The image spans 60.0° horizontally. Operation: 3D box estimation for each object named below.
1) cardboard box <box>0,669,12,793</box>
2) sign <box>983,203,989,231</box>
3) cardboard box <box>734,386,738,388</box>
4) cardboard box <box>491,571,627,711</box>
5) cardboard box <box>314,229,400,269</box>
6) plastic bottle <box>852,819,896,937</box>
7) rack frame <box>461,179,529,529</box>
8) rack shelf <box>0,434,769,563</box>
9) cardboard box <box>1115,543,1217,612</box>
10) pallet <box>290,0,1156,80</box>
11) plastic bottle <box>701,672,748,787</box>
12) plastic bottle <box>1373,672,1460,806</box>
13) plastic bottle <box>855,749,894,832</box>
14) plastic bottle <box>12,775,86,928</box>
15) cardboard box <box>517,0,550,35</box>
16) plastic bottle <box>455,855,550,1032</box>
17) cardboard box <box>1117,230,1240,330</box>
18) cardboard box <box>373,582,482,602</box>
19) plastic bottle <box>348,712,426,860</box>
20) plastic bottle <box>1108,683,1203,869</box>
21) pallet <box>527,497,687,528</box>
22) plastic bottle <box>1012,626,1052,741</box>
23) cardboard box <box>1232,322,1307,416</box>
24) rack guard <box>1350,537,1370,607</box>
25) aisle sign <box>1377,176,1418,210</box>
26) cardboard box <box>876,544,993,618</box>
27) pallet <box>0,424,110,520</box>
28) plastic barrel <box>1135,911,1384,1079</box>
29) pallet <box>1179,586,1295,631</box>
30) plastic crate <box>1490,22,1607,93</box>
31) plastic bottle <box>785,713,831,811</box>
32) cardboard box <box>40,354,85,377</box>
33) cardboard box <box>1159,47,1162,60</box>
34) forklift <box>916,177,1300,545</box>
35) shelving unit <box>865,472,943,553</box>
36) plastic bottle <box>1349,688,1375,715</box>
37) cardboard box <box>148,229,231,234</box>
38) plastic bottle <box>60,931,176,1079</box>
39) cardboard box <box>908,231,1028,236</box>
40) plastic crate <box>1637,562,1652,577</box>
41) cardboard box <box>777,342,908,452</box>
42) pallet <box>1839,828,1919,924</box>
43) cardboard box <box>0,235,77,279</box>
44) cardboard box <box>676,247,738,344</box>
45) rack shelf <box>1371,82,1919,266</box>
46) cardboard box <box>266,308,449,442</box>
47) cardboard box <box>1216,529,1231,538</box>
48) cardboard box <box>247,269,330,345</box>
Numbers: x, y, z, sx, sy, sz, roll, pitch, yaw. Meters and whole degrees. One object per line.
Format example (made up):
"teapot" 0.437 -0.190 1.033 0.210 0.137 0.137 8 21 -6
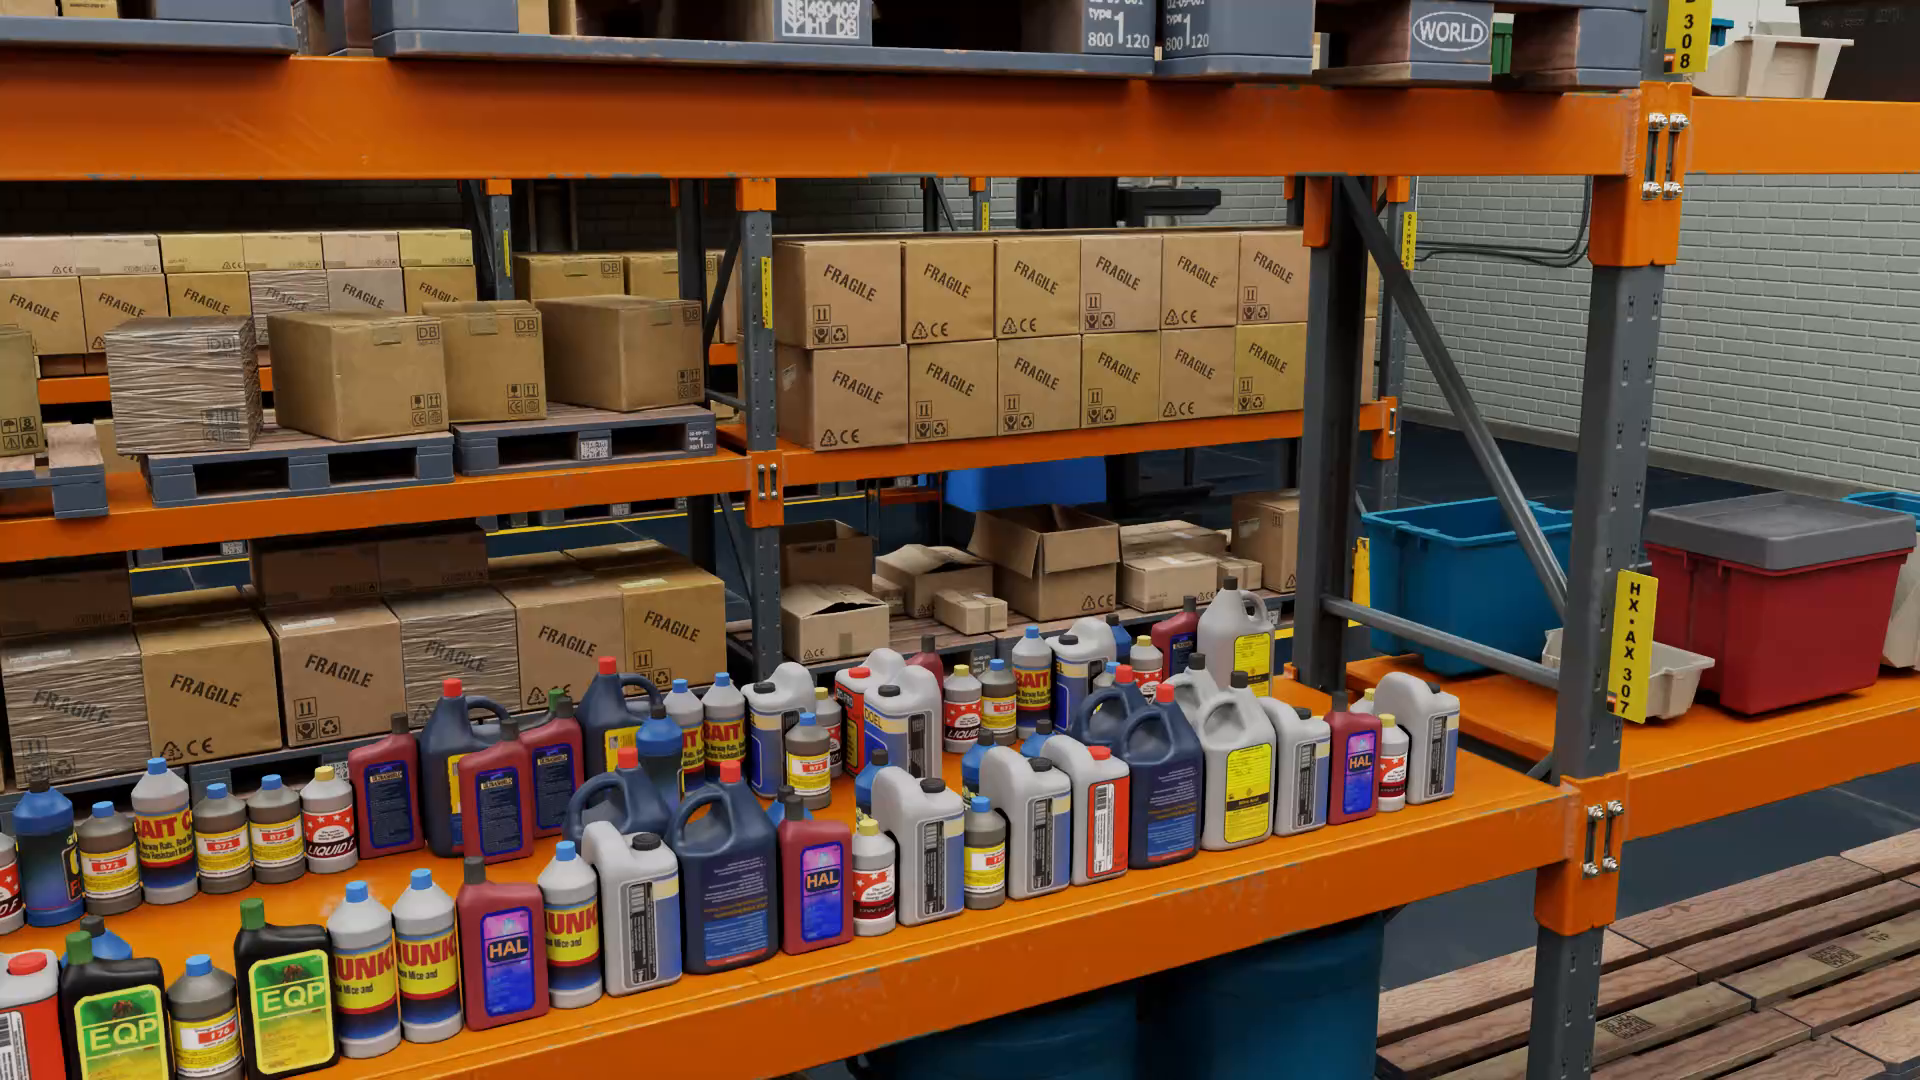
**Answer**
"cardboard box" -4.145 0.738 6.688 0.500 0.500 0.500 -6 14 -25
"sign" 0.211 -2.644 13.850 0.005 0.325 0.100 -7 14 -28
"cardboard box" -1.701 -1.197 13.854 0.250 0.149 0.380 -7 14 -27
"cardboard box" -1.905 0.468 7.890 0.500 0.500 0.500 -7 14 -28
"cardboard box" -4.288 -2.068 11.808 0.500 0.250 0.500 -6 14 -27
"plastic bottle" -0.165 0.608 3.026 0.097 0.201 0.097 0 13 0
"rack frame" -3.548 -1.649 12.604 0.127 3.000 1.000 -7 14 -28
"rack shelf" -2.926 -0.133 7.508 4.000 0.370 1.077 -7 14 -28
"cardboard box" 1.133 0.210 9.604 0.500 0.250 0.500 -7 14 -28
"pallet" -0.436 -0.890 2.829 1.213 0.211 1.003 -7 14 -28
"plastic bottle" -0.521 0.427 3.673 0.097 0.271 0.097 0 13 0
"plastic bottle" 1.008 0.425 3.673 0.135 0.276 0.152 -7 14 -28
"plastic bottle" -0.153 0.535 3.194 0.097 0.271 0.097 0 13 0
"plastic bottle" -1.678 0.566 3.057 0.097 0.271 0.097 0 13 0
"cardboard box" -2.224 -2.347 7.462 0.600 0.600 0.600 -7 14 -28
"plastic bottle" -0.741 0.642 2.690 0.133 0.283 0.061 -7 14 -28
"cardboard box" 1.185 -1.443 9.186 0.500 0.500 0.500 -6 14 -26
"cardboard box" -2.617 0.423 8.087 0.500 0.500 0.500 -7 14 -27
"plastic bottle" -1.158 0.493 3.352 0.133 0.283 0.061 -7 14 -28
"plastic bottle" 0.387 0.464 3.330 0.185 0.351 0.144 -7 14 -28
"pallet" -2.843 -0.353 13.199 1.213 0.211 1.003 -7 14 -28
"plastic bottle" 0.174 0.344 4.043 0.097 0.271 0.097 0 13 0
"cardboard box" 1.624 -1.009 9.535 0.500 0.500 0.500 -7 14 -27
"rack guard" 2.273 0.112 10.473 0.348 0.500 1.175 -7 14 -28
"aisle sign" 2.547 -2.332 9.718 0.004 0.787 0.394 -7 14 -28
"cardboard box" -0.148 0.209 9.471 0.500 0.311 0.500 -7 14 -28
"pallet" -4.120 -0.265 6.892 1.003 0.211 1.213 -7 14 -28
"plastic barrel" 0.714 1.133 4.065 0.708 0.901 0.600 -7 14 -28
"pallet" 1.574 0.337 10.131 1.213 0.211 1.003 -7 14 -28
"plastic crate" 1.426 -1.203 4.271 0.662 0.188 0.450 -7 14 -28
"plastic bottle" -0.330 0.476 3.613 0.097 0.201 0.097 0 13 0
"cardboard box" -5.998 -1.192 11.101 0.250 0.149 0.380 -7 14 -28
"cardboard box" 1.132 -2.542 8.943 0.500 0.250 0.500 -7 14 -28
"forklift" 1.225 -1.550 12.322 3.031 2.935 1.130 -6 14 -26
"shelving unit" -0.399 -0.545 11.799 0.503 1.200 0.258 -6 14 -26
"plastic bottle" 0.932 0.439 3.780 0.097 0.201 0.097 0 13 0
"cardboard box" -5.430 -2.056 11.755 0.500 0.250 0.500 -7 15 -29
"plastic bottle" -1.231 0.701 2.429 0.133 0.283 0.061 -7 14 -28
"cardboard box" 0.040 -1.442 9.179 0.500 0.500 0.500 -7 14 -27
"plastic crate" 2.053 0.196 4.898 0.590 0.125 0.437 -7 14 -28
"cardboard box" -0.593 -0.745 8.358 0.500 0.500 0.500 -6 14 -26
"pallet" 3.968 1.279 5.944 1.213 0.211 1.003 -7 14 -28
"cardboard box" -6.065 -1.852 10.850 0.500 0.250 0.500 -7 14 -29
"cardboard box" -1.786 -2.003 13.496 0.700 0.700 0.980 -8 15 -31
"rack shelf" 2.955 -1.063 4.805 4.000 0.370 1.077 -7 14 -28
"cardboard box" -2.692 -0.751 7.428 0.500 0.500 0.700 -12 17 -42
"cardboard box" 1.808 0.039 10.597 0.250 0.149 0.380 -7 14 -28
"cardboard box" -4.720 -1.649 11.652 0.500 0.500 0.500 -7 14 -28
